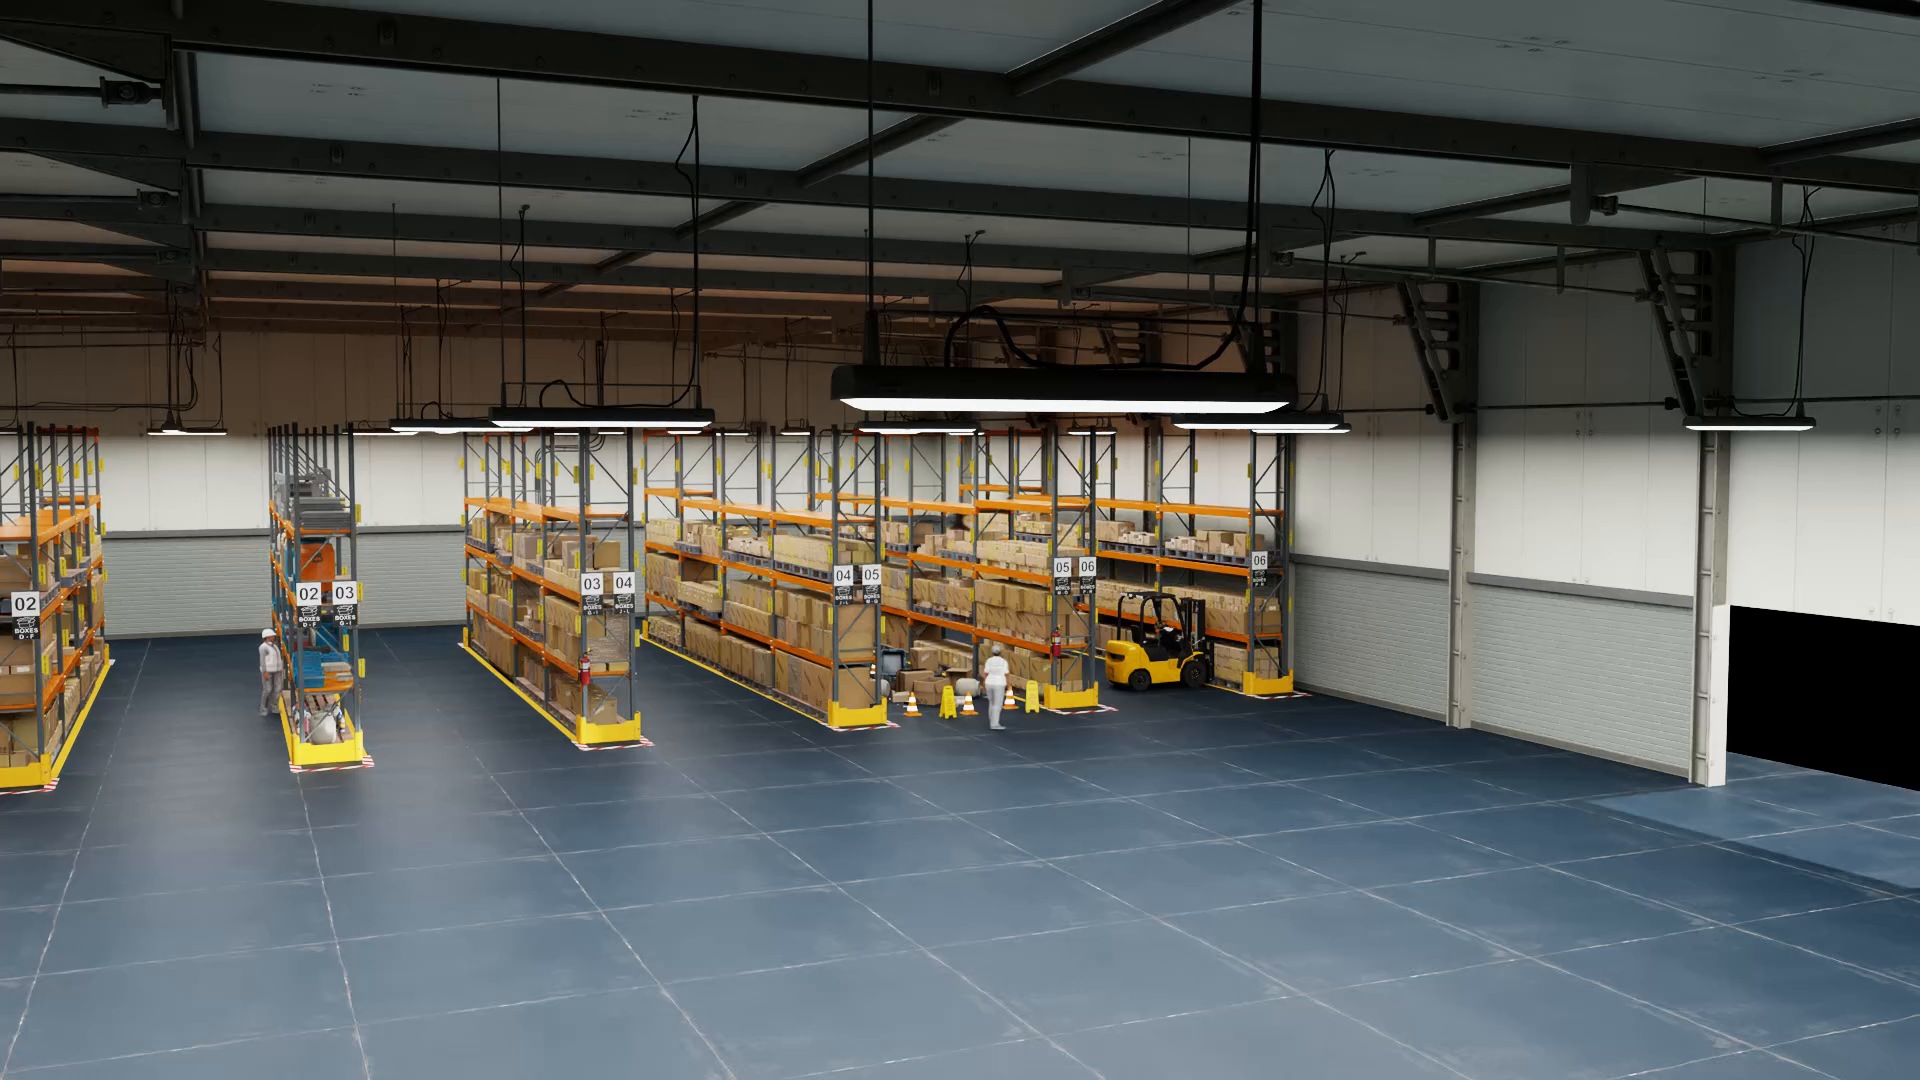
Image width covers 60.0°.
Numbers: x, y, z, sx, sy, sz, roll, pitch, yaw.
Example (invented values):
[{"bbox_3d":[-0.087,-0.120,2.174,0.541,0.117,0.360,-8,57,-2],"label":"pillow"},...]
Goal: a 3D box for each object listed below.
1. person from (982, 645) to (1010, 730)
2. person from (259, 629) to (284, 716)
[{"bbox_3d":[0.751,2.894,32.890,0.553,1.654,0.586,3,5,39],"label":"person"},{"bbox_3d":[-14.347,2.767,34.626,0.414,1.840,0.614,2,4,26],"label":"person"}]
